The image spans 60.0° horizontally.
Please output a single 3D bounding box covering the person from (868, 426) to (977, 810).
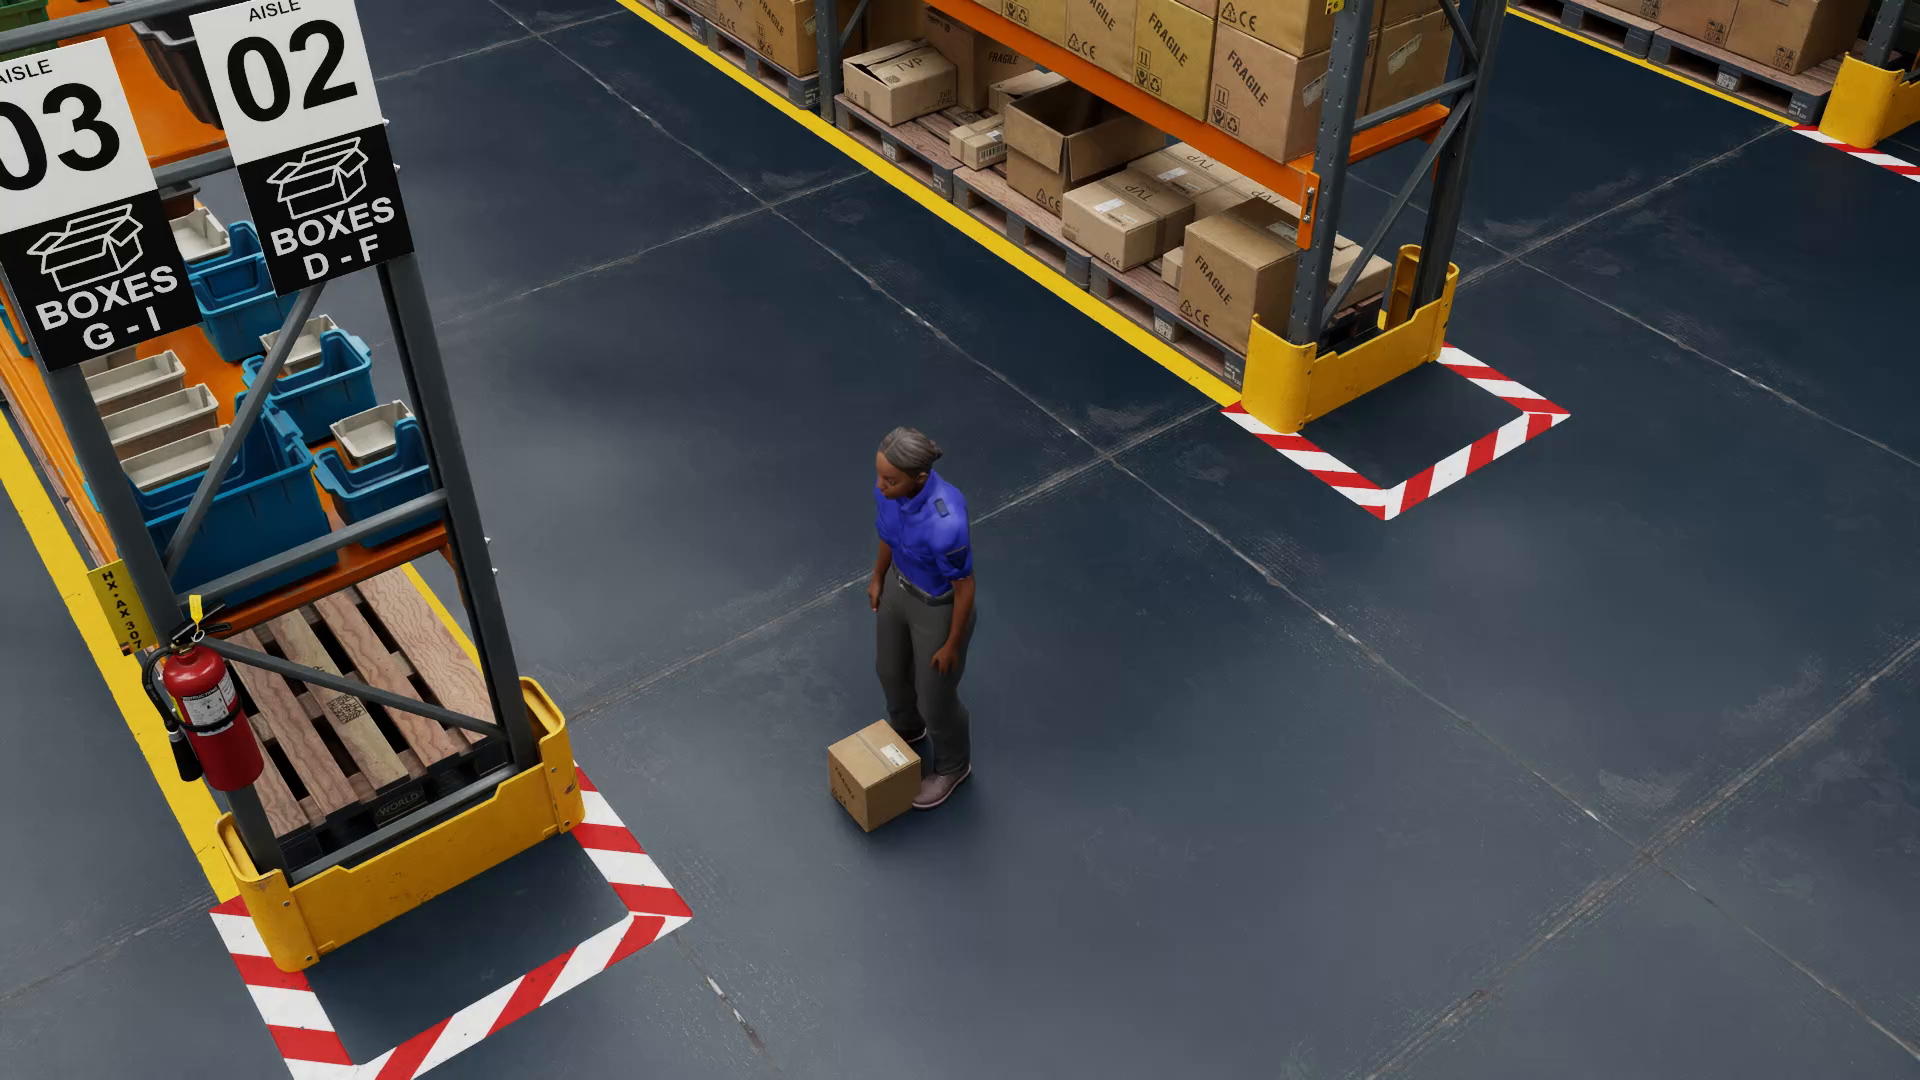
[{"bbox_3d":[-0.143,0.246,5.873,0.346,1.655,0.505,-26,47,-27],"label":"person"}]
